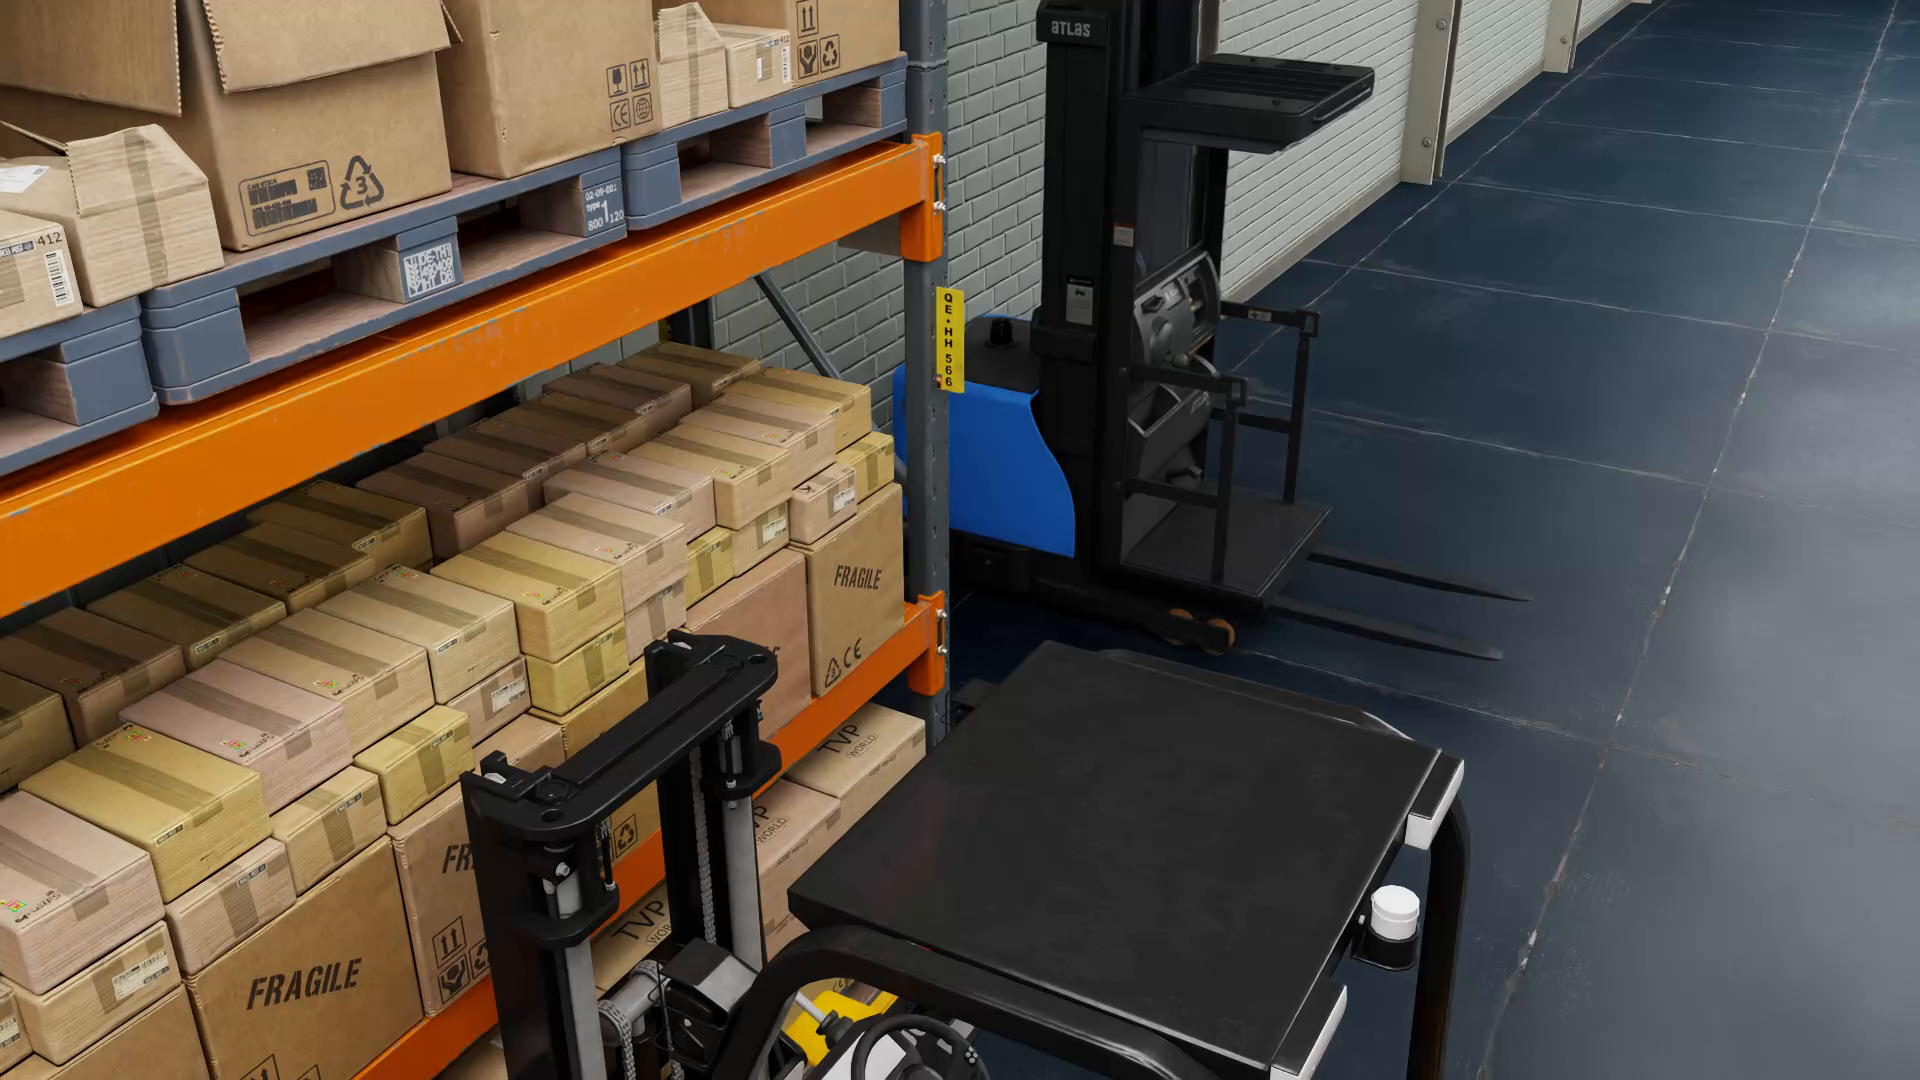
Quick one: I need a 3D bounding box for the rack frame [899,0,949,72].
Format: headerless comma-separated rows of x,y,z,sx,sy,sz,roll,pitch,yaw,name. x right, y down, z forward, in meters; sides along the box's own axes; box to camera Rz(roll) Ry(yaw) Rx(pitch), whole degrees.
-0.499,-2.790,4.270,1.000,3.000,0.127,14,30,26,rack frame

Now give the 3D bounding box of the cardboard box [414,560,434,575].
-1.586,0.119,4.326,0.380,0.149,0.250,15,30,28,cardboard box

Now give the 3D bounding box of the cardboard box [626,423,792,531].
-0.691,-0.178,4.586,0.380,0.149,0.250,15,30,27,cardboard box

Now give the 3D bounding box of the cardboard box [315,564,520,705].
-1.241,0.210,3.811,0.380,0.149,0.250,15,30,27,cardboard box

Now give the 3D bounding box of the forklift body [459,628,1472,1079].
0.157,1.413,3.524,2.313,2.155,1.214,14,30,26,forklift body

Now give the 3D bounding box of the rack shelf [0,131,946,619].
-1.482,-0.347,3.546,1.077,0.370,4.000,14,30,26,rack shelf

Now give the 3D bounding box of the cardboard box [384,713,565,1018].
-1.265,0.696,3.897,0.500,0.500,0.500,14,30,26,cardboard box

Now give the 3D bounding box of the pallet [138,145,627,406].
-1.468,-0.662,3.469,1.003,0.211,1.213,14,30,26,pallet

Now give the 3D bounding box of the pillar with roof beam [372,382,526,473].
2.122,-1.769,2.231,9.100,9.000,0.400,14,30,26,pillar with roof beam

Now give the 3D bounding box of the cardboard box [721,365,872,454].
-0.491,-0.389,5.007,0.380,0.149,0.250,14,30,26,cardboard box

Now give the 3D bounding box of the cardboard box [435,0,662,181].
-1.095,-1.122,3.598,0.700,0.500,0.500,14,30,26,cardboard box

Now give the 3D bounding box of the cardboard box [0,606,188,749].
-1.914,0.301,3.629,0.380,0.149,0.250,14,30,26,cardboard box

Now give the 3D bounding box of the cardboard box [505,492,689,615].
-0.909,0.029,4.173,0.380,0.149,0.250,15,30,27,cardboard box

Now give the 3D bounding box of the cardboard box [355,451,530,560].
-1.368,-0.089,4.408,0.380,0.149,0.250,15,30,28,cardboard box

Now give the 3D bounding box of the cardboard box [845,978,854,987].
-0.455,1.187,5.630,0.500,0.250,0.500,14,30,26,cardboard box

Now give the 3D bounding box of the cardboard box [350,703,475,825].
-1.302,0.452,3.659,0.380,0.149,0.250,14,30,25,cardboard box

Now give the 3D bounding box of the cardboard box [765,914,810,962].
-0.722,1.163,5.120,0.500,0.250,0.500,14,30,26,cardboard box

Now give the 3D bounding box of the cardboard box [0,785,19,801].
-2.004,0.543,3.478,0.380,0.149,0.250,15,30,28,cardboard box

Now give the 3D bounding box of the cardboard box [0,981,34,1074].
-1.851,0.842,2.881,0.380,0.149,0.250,14,30,26,cardboard box

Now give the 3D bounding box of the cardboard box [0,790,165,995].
-1.667,0.624,2.984,0.380,0.149,0.250,15,30,27,cardboard box

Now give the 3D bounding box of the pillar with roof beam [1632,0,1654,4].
13.929,-11.122,20.916,9.100,9.000,0.400,14,30,26,pillar with roof beam

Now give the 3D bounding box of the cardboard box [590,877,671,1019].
-0.939,1.135,4.618,0.500,0.250,0.500,15,30,27,cardboard box

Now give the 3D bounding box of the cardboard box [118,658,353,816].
-1.486,0.406,3.420,0.380,0.149,0.250,14,30,26,cardboard box

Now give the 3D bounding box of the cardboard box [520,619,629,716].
-1.035,0.260,4.043,0.380,0.149,0.250,14,30,26,cardboard box

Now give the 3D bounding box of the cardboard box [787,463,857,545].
-0.525,-0.139,4.840,0.380,0.149,0.250,15,30,27,cardboard box

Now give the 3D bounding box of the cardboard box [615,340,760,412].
-0.850,-0.491,5.211,0.380,0.149,0.250,14,30,25,cardboard box

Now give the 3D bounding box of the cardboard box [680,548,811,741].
-0.775,0.298,4.692,0.500,0.500,0.500,15,30,28,cardboard box

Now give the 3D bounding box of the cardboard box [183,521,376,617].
-1.636,0.105,4.020,0.380,0.149,0.250,14,30,26,cardboard box

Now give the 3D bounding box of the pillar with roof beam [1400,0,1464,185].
8.026,-6.446,11.573,9.100,9.000,0.400,14,30,26,pillar with roof beam

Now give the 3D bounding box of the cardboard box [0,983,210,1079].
-1.779,1.085,3.120,0.500,0.500,0.500,15,30,27,cardboard box

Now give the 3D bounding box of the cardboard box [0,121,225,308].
-1.472,-0.574,2.763,0.396,0.266,0.258,13,30,25,cardboard box

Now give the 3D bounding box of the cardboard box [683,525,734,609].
-0.838,0.043,4.477,0.380,0.149,0.250,14,30,26,cardboard box

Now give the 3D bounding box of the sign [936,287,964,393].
-0.033,-0.606,5.051,0.100,0.325,0.005,14,30,26,sign

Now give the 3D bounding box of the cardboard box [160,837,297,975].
-1.534,0.660,3.244,0.380,0.149,0.250,14,30,26,cardboard box

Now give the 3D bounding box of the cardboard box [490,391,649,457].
-1.125,-0.290,4.811,0.380,0.149,0.250,15,30,27,cardboard box

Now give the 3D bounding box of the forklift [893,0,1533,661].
1.181,-1.050,7.573,3.031,2.935,1.130,14,30,26,forklift

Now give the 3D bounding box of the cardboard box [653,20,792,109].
-0.642,-1.179,4.103,0.380,0.149,0.250,13,30,25,cardboard box

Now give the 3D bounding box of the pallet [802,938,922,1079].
-0.838,1.447,5.623,1.003,0.211,1.213,14,30,26,pallet

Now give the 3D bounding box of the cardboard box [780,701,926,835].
-0.454,0.736,5.415,0.500,0.250,0.500,15,30,28,cardboard box
